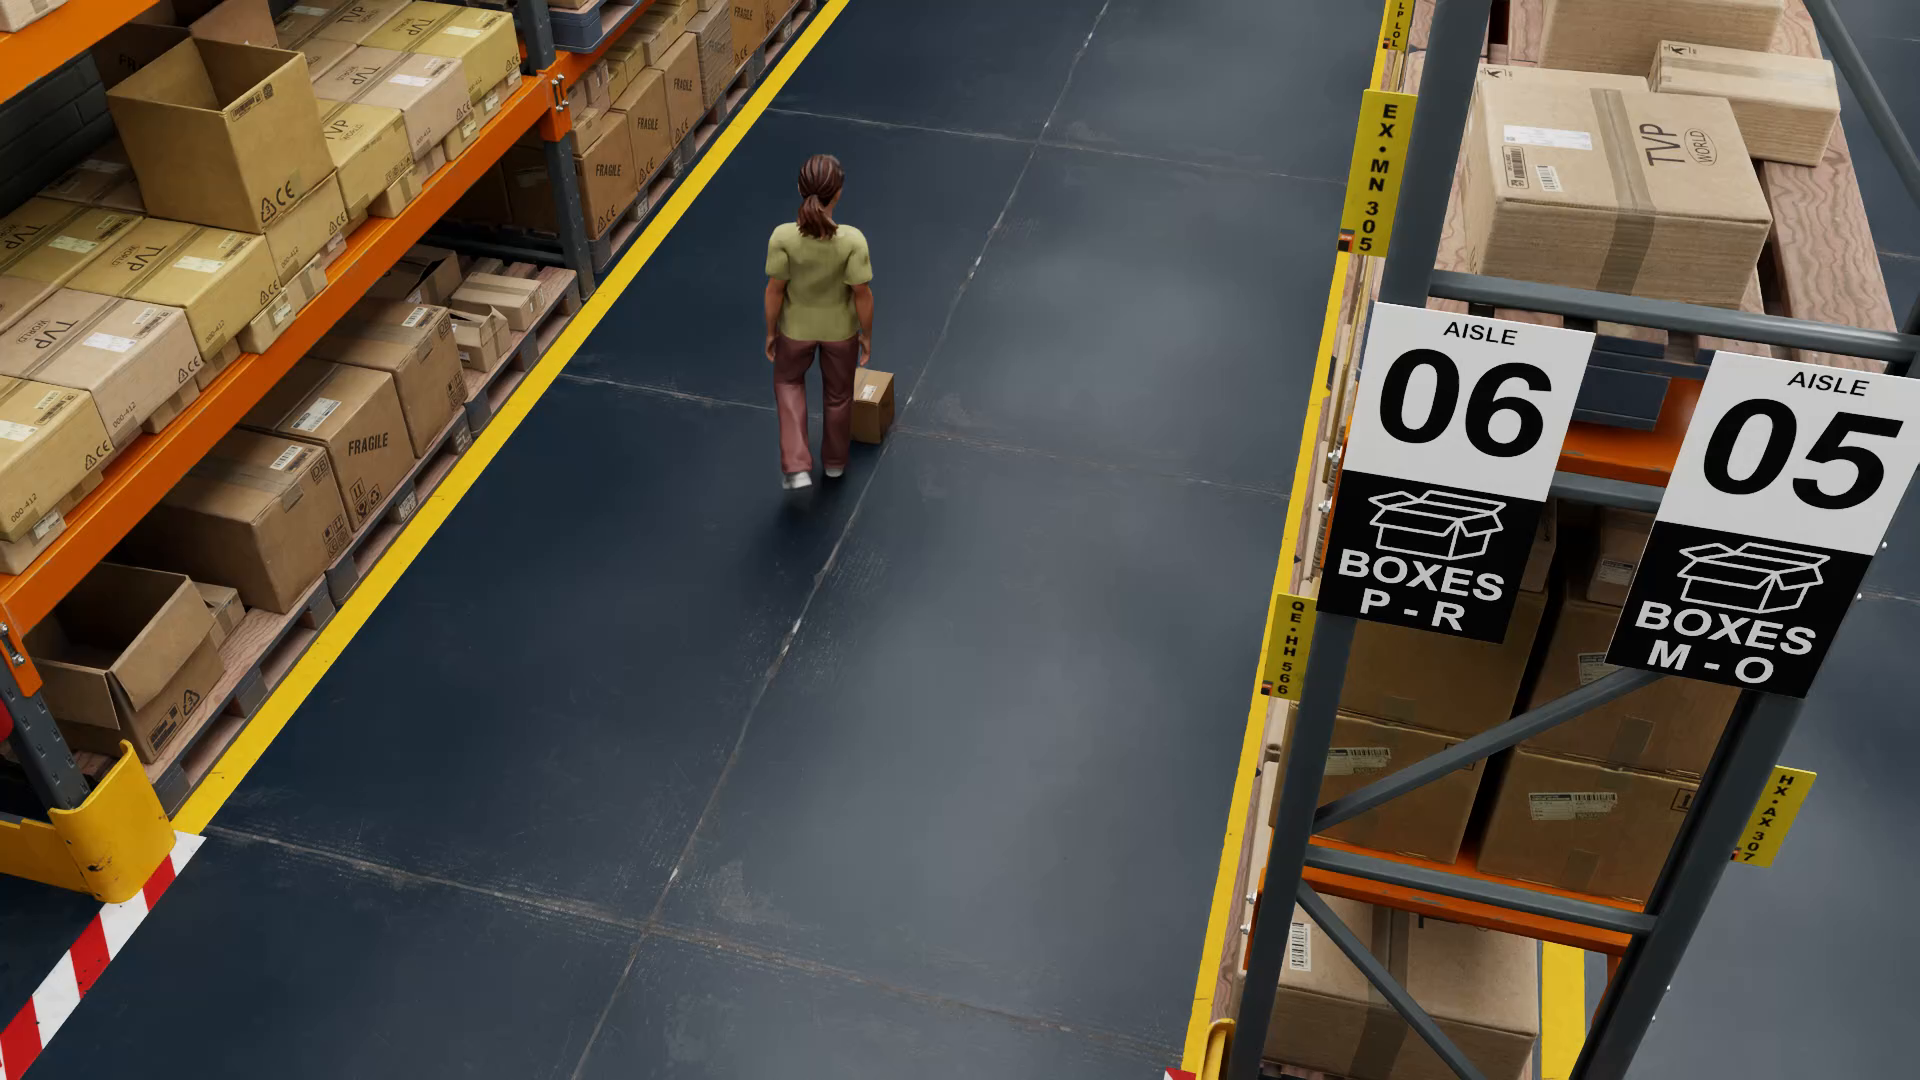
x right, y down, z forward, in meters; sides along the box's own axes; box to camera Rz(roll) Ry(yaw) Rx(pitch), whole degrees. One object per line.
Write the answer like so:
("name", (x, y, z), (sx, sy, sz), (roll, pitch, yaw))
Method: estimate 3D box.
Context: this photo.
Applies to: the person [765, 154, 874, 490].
("person", (-0.599, -0.915, 7.175), (0.478, 1.670, 0.610), (0, 41, 0))
